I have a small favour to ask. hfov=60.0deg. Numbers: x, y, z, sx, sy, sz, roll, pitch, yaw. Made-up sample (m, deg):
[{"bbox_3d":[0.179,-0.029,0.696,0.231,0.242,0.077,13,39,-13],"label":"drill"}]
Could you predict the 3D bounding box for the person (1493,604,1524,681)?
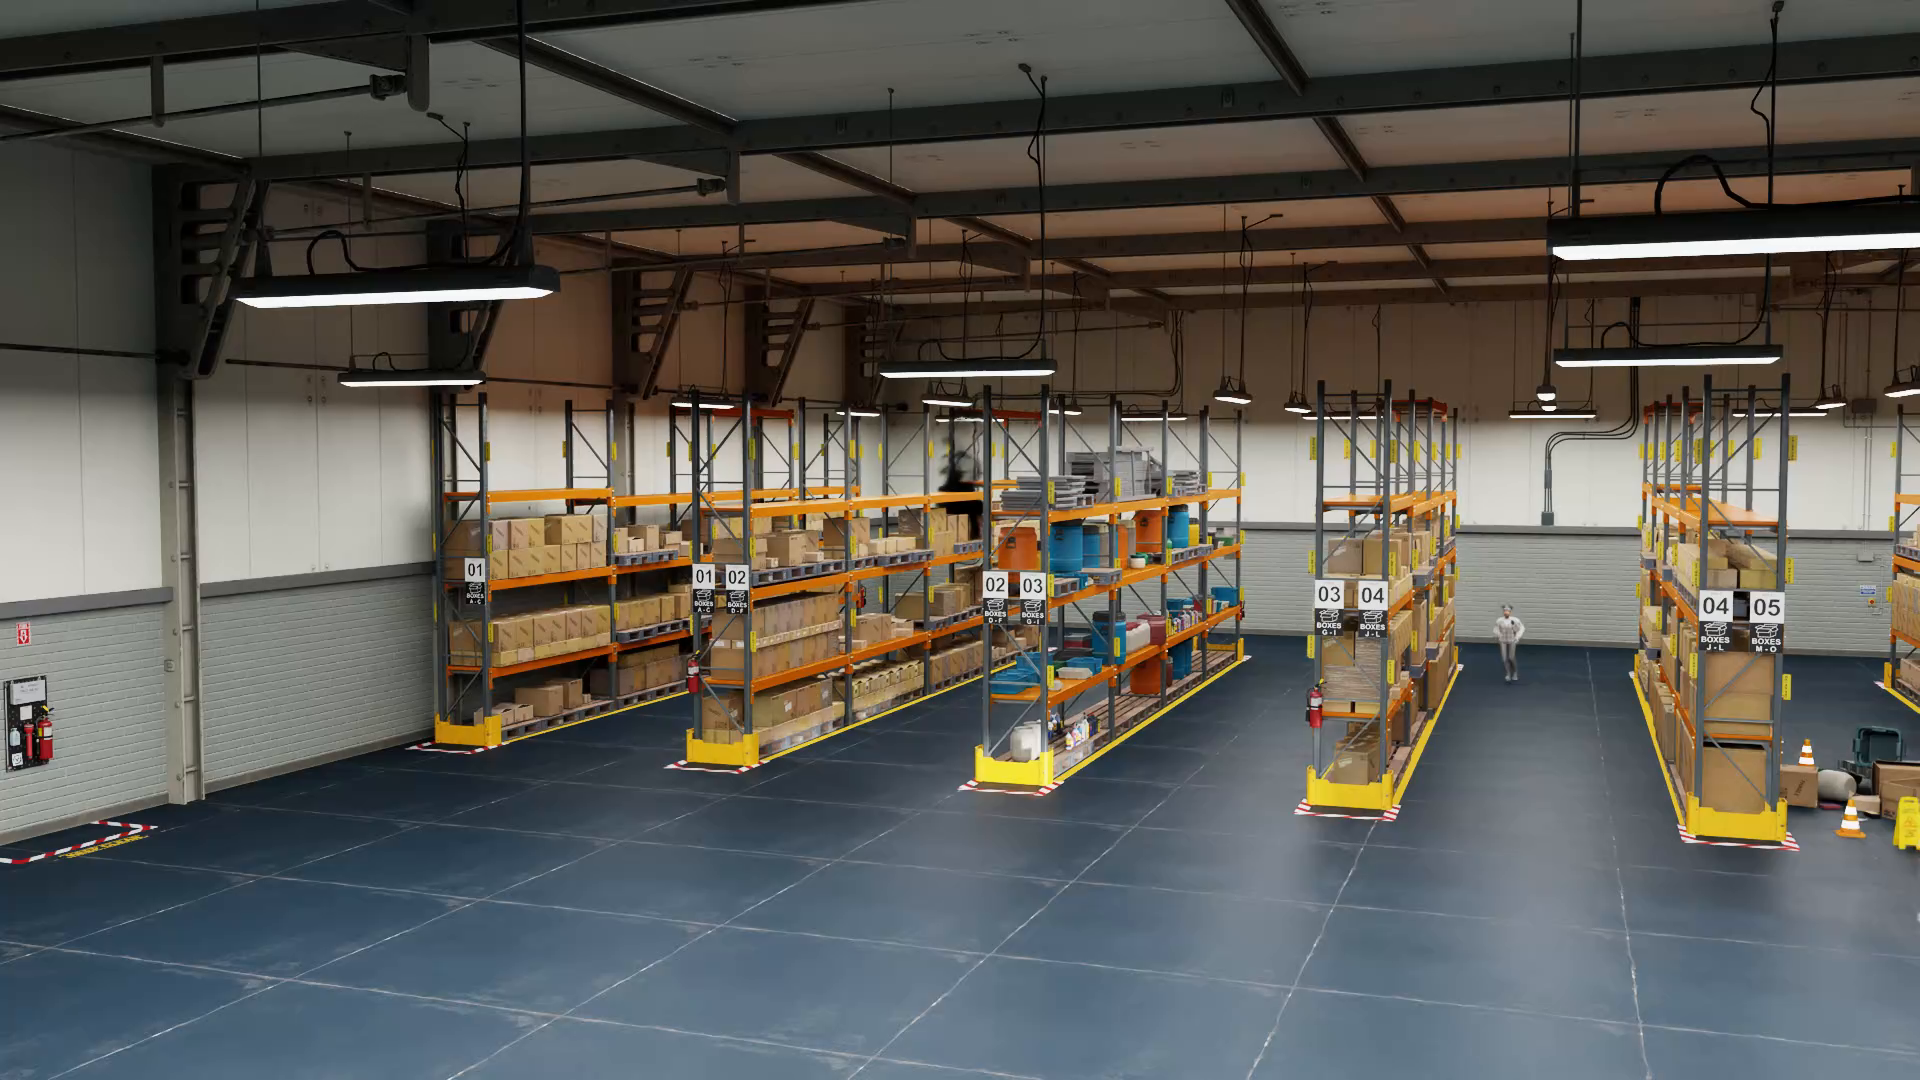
[{"bbox_3d":[11.914,2.240,36.244,0.606,1.675,0.566,1,3,26],"label":"person"}]
